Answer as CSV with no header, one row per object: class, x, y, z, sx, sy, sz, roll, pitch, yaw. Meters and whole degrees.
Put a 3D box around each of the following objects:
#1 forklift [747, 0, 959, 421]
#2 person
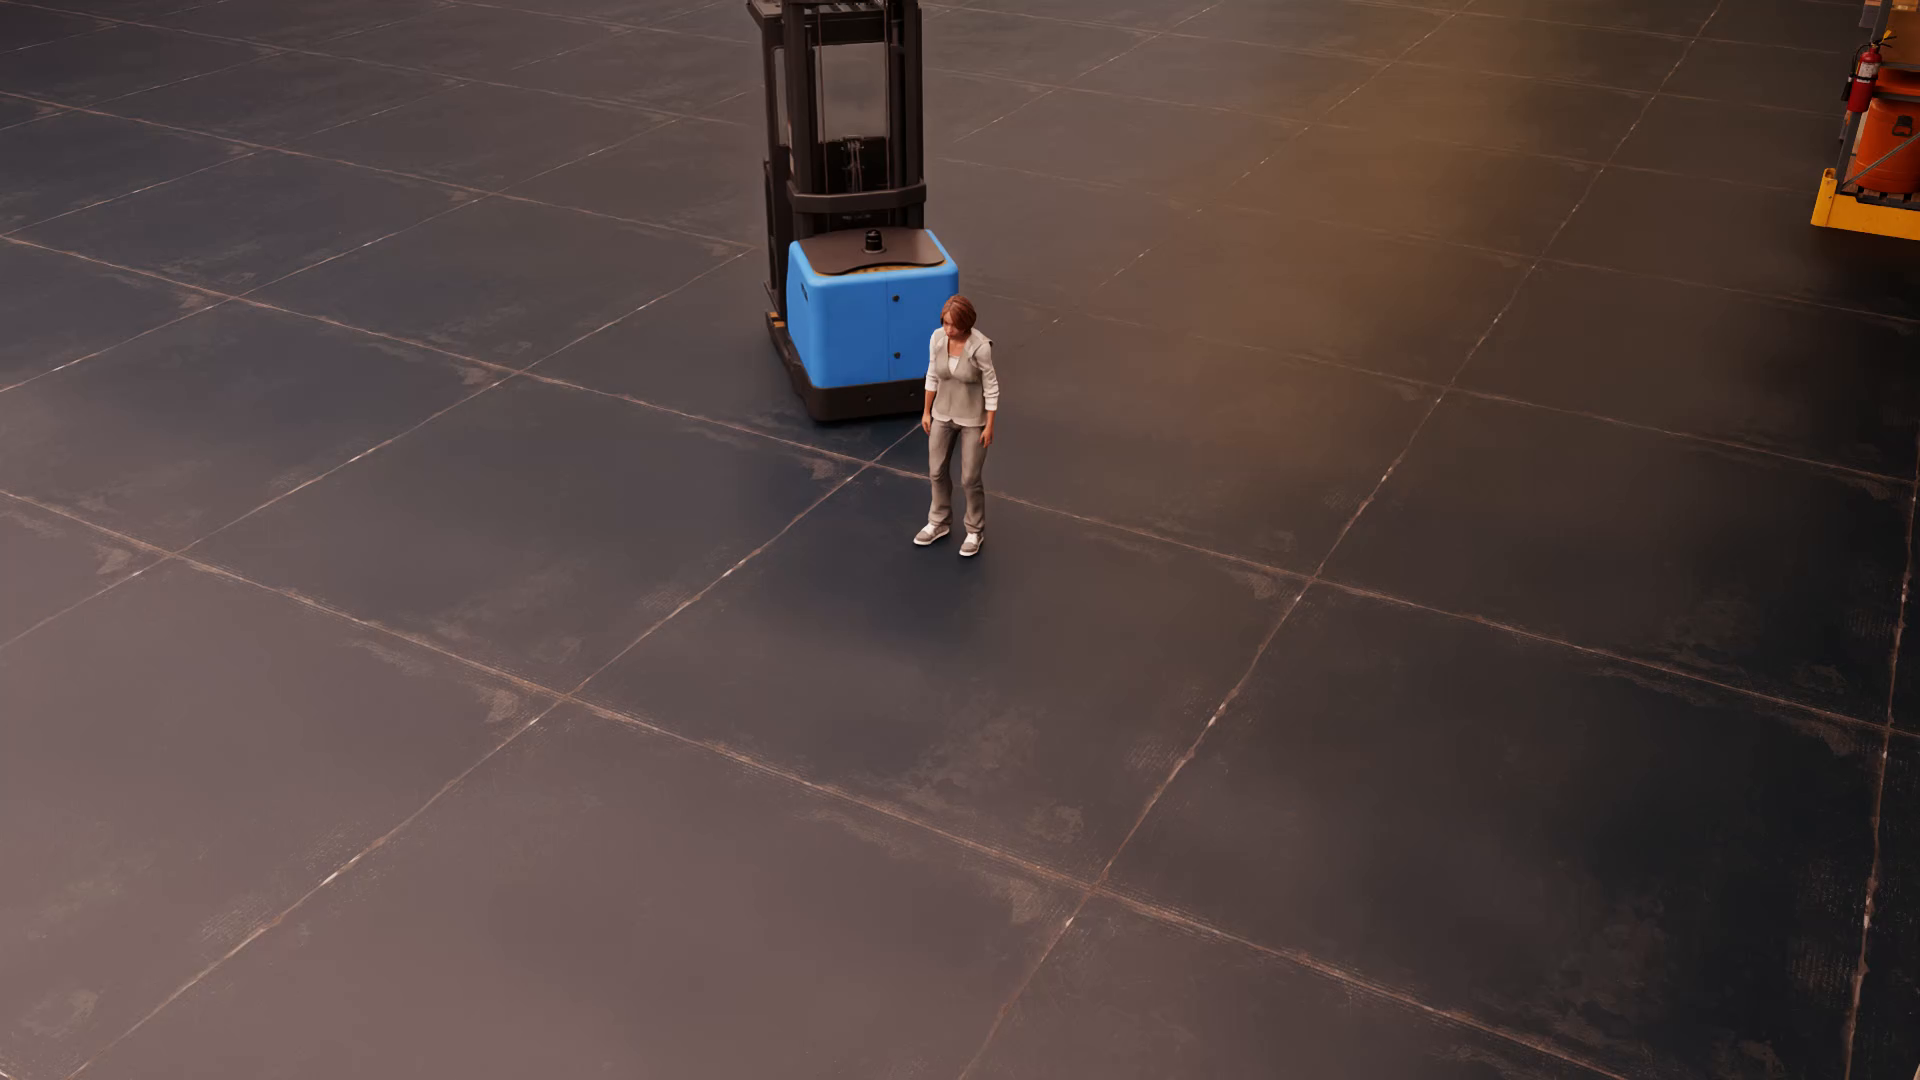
forklift,-0.863,-2.799,11.920,1.130,2.935,3.031,-8,31,-13
person,-0.005,-0.678,9.587,0.467,1.591,0.344,14,33,23
